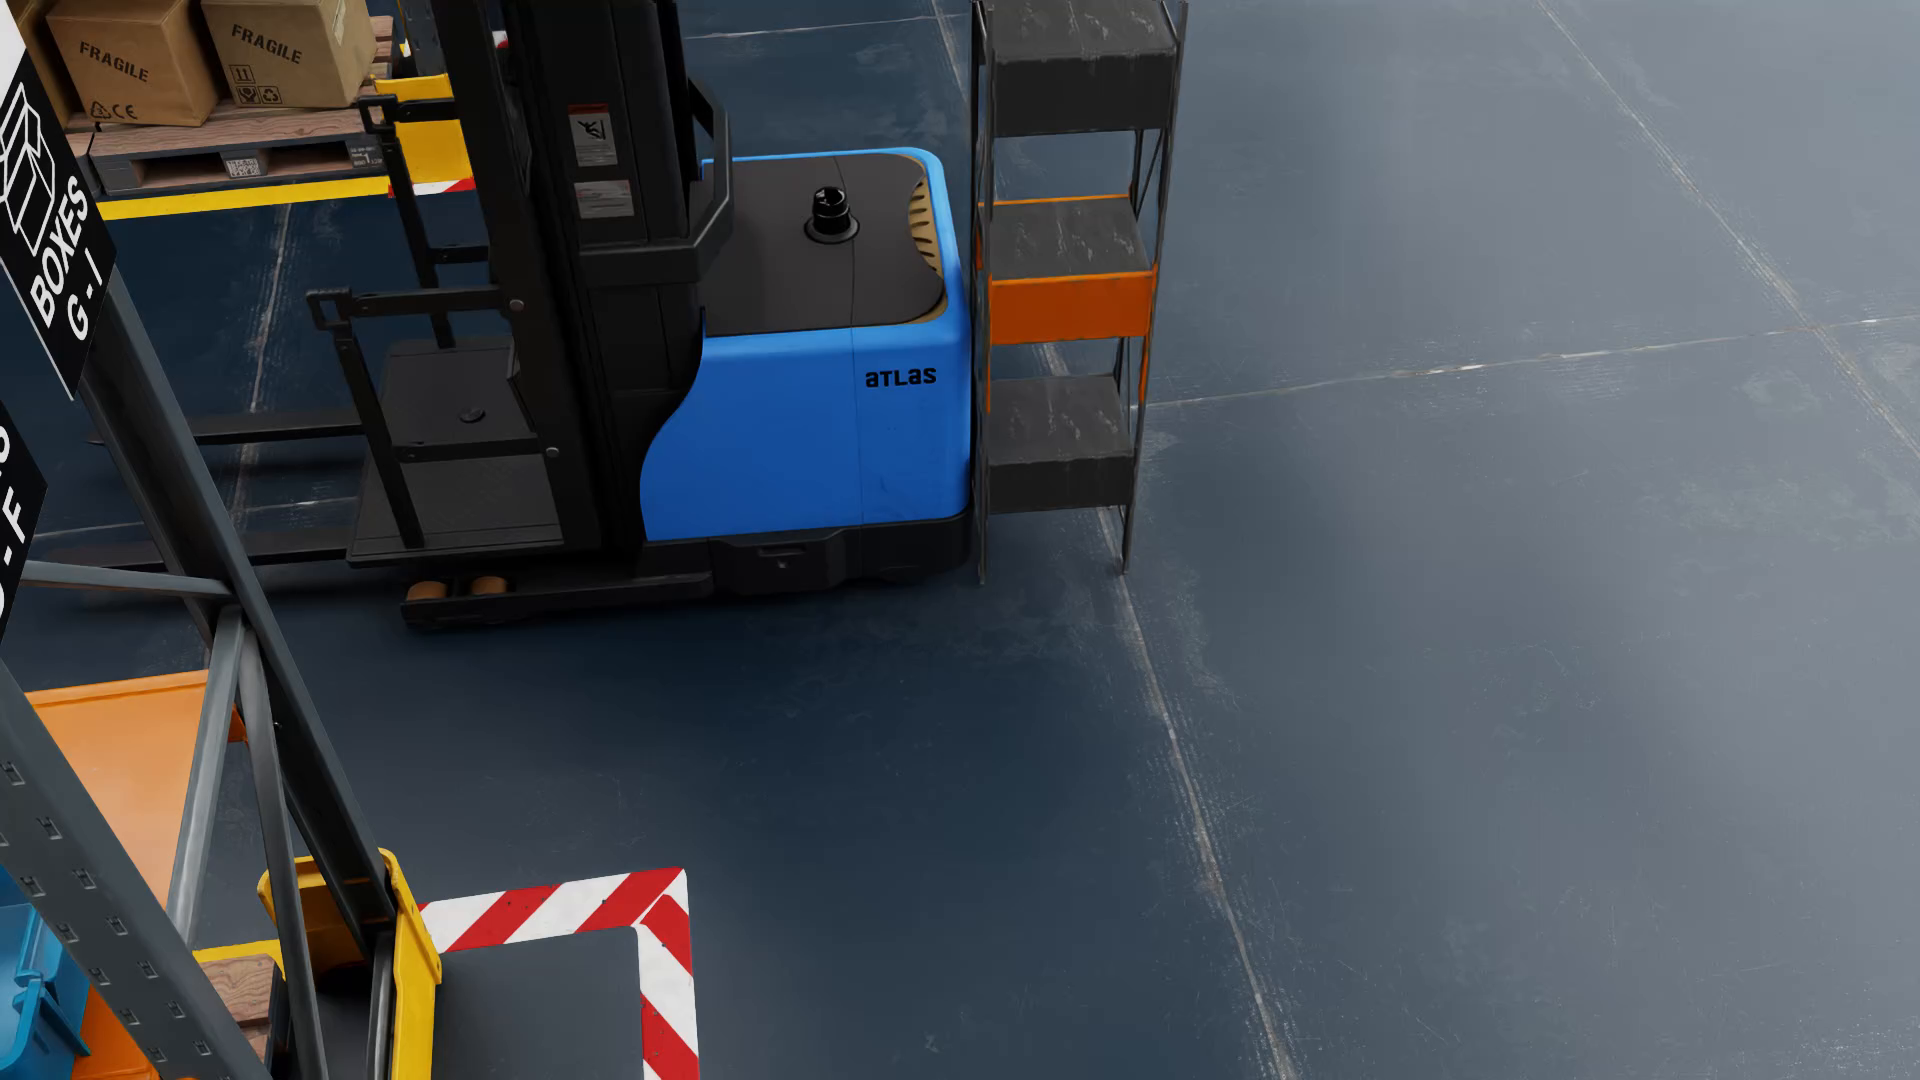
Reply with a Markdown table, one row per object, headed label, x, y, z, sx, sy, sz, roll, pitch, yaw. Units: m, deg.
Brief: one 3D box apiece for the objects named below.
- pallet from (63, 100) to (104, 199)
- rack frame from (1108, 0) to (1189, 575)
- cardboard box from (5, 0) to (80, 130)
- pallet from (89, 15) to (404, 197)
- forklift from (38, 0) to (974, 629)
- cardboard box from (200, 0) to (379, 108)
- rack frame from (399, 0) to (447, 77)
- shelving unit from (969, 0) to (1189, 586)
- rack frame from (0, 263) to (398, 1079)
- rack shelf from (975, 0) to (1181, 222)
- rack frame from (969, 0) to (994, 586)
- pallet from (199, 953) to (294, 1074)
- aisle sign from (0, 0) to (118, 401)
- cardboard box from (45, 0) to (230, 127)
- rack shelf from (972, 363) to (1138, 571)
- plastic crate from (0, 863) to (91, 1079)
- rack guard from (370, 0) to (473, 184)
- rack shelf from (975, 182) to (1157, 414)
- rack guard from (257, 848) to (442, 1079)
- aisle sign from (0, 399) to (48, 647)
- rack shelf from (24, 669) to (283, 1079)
| label | x | y | z | sx | sy | sz | roll | pitch | yaw |
| --- | --- | --- | --- | --- | --- | --- | --- | --- | --- |
| pallet | -4.379 | -1.830 | 7.366 | 1.213 | 0.211 | 1.003 | -7 | 46 | -7 |
| rack frame | 0.542 | -0.755 | 5.019 | 0.015 | 2.100 | 0.400 | -4 | 46 | -4 |
| cardboard box | -4.119 | -2.081 | 7.116 | 0.500 | 0.500 | 0.500 | -3 | 46 | -3 |
| pallet | -3.179 | -1.977 | 7.508 | 1.213 | 0.211 | 1.003 | -7 | 46 | -7 |
| forklift | -1.506 | -1.127 | 4.800 | 3.031 | 2.935 | 1.130 | -5 | 46 | -4 |
| cardboard box | -2.916 | -2.242 | 7.272 | 0.500 | 0.500 | 0.500 | 1 | 46 | 1 |
| rack frame | -2.298 | -3.029 | 6.585 | 0.127 | 3.000 | 1.000 | -7 | 46 | -7 |
| shelving unit | 0.299 | -0.736 | 5.002 | 0.503 | 2.100 | 0.431 | -4 | 46 | -4 |
| rack frame | -1.453 | 0.486 | 3.199 | 0.127 | 3.000 | 1.000 | -7 | 46 | -7 |
| rack shelf | 0.299 | -1.213 | 4.507 | 0.480 | 0.518 | 0.431 | -4 | 46 | -4 |
| rack frame | 0.056 | -0.718 | 4.984 | 0.015 | 2.100 | 0.400 | -4 | 46 | -4 |
| pallet | -2.322 | 1.592 | 4.069 | 1.213 | 0.211 | 1.003 | -7 | 46 | -7 |
| aisle sign | -1.432 | -0.633 | 2.471 | 0.004 | 0.787 | 0.394 | -7 | 46 | -7 |
| cardboard box | -3.499 | -2.144 | 7.177 | 0.500 | 0.500 | 0.500 | 4 | 46 | 4 |
| rack shelf | 0.299 | -0.241 | 5.515 | 0.480 | 0.518 | 0.431 | -4 | 46 | -4 |
| plastic crate | -1.895 | 0.811 | 2.989 | 0.616 | 0.251 | 0.499 | -7 | 46 | -7 |
| rack guard | -2.373 | -2.152 | 7.476 | 0.348 | 0.500 | 1.175 | -7 | 46 | -7 |
| rack shelf | 0.299 | -0.727 | 5.011 | 0.480 | 0.518 | 0.431 | -4 | 46 | -4 |
| rack guard | -1.520 | 1.396 | 4.058 | 0.348 | 0.500 | 1.175 | -7 | 46 | -7 |
| aisle sign | -1.332 | -0.214 | 2.068 | 0.004 | 0.787 | 0.394 | -7 | 46 | -7 |
| rack shelf | -3.424 | 0.981 | 3.221 | 4.000 | 0.370 | 1.077 | -7 | 46 | -7 |
